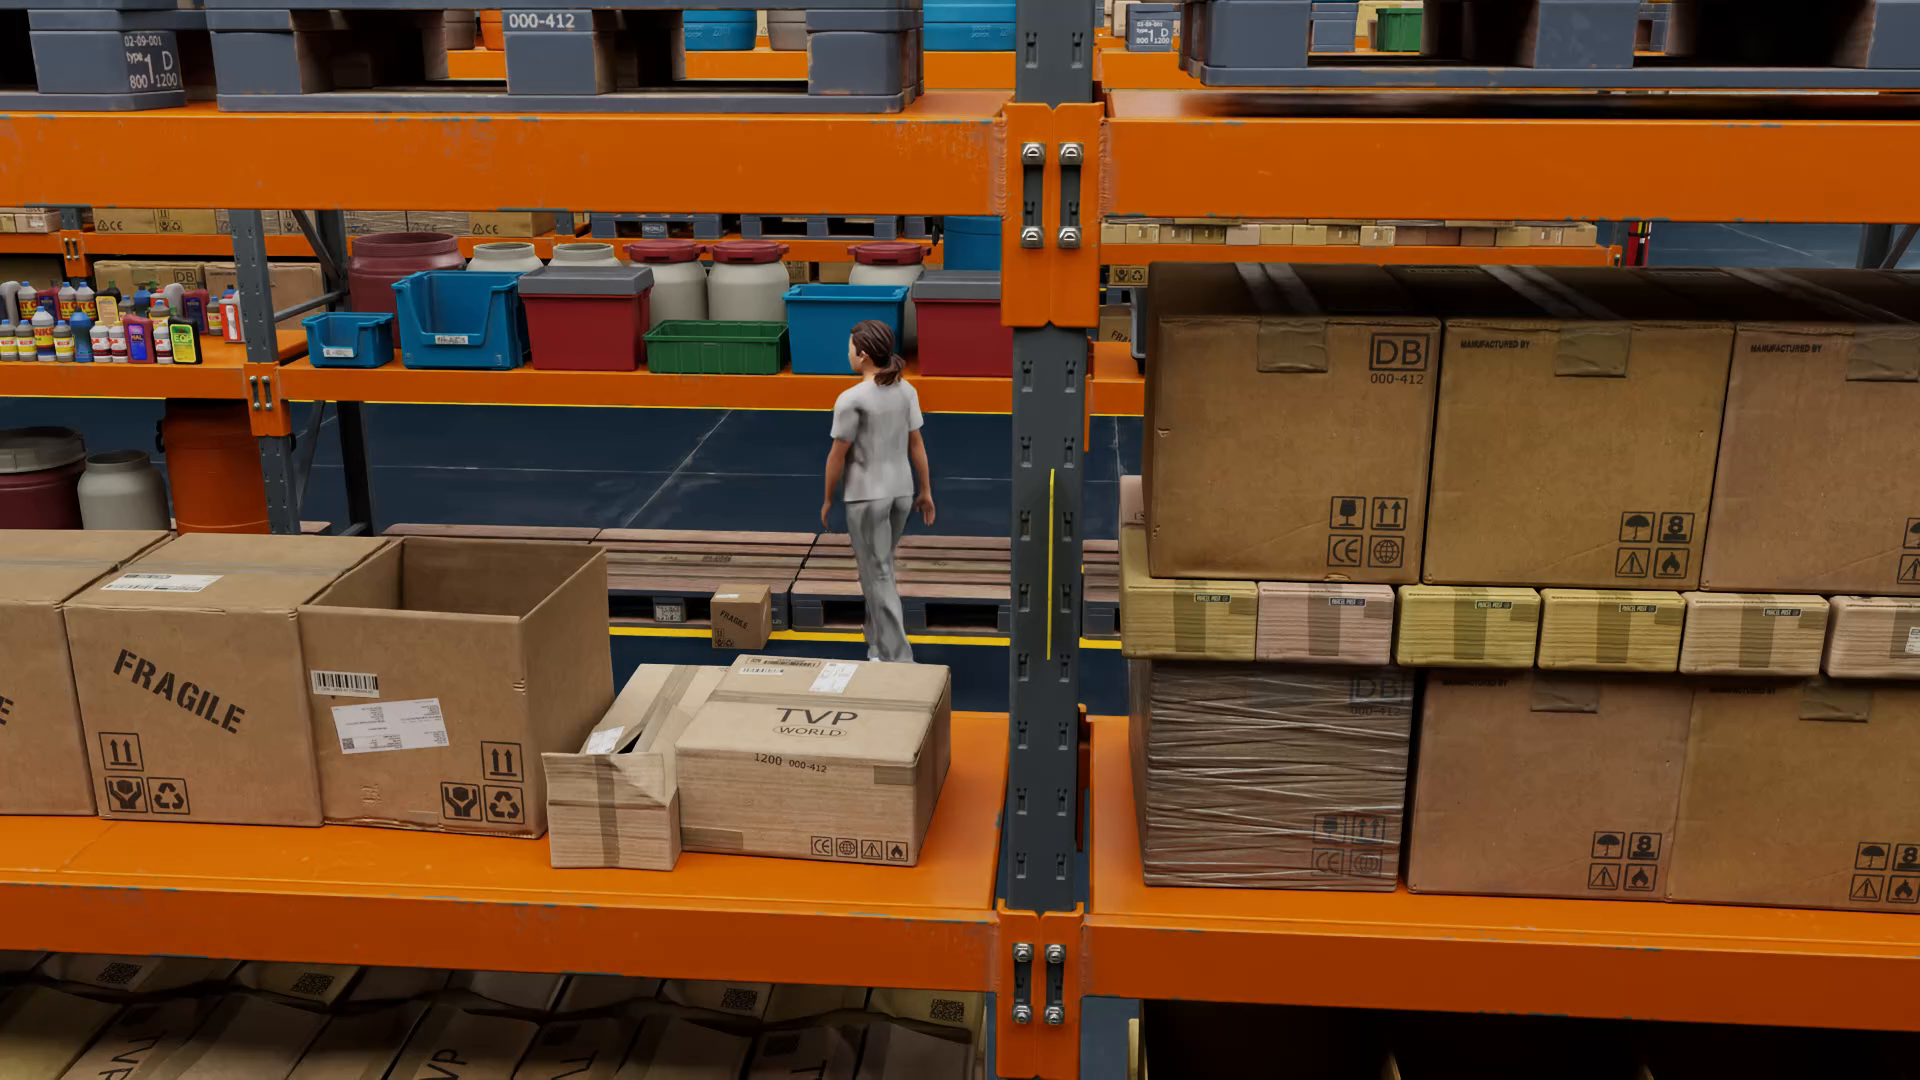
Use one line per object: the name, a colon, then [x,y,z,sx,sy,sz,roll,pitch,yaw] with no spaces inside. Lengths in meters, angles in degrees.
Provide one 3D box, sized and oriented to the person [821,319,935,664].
person: [-0.387,-0.151,7.588,0.489,1.727,0.557,-15,23,-39]
